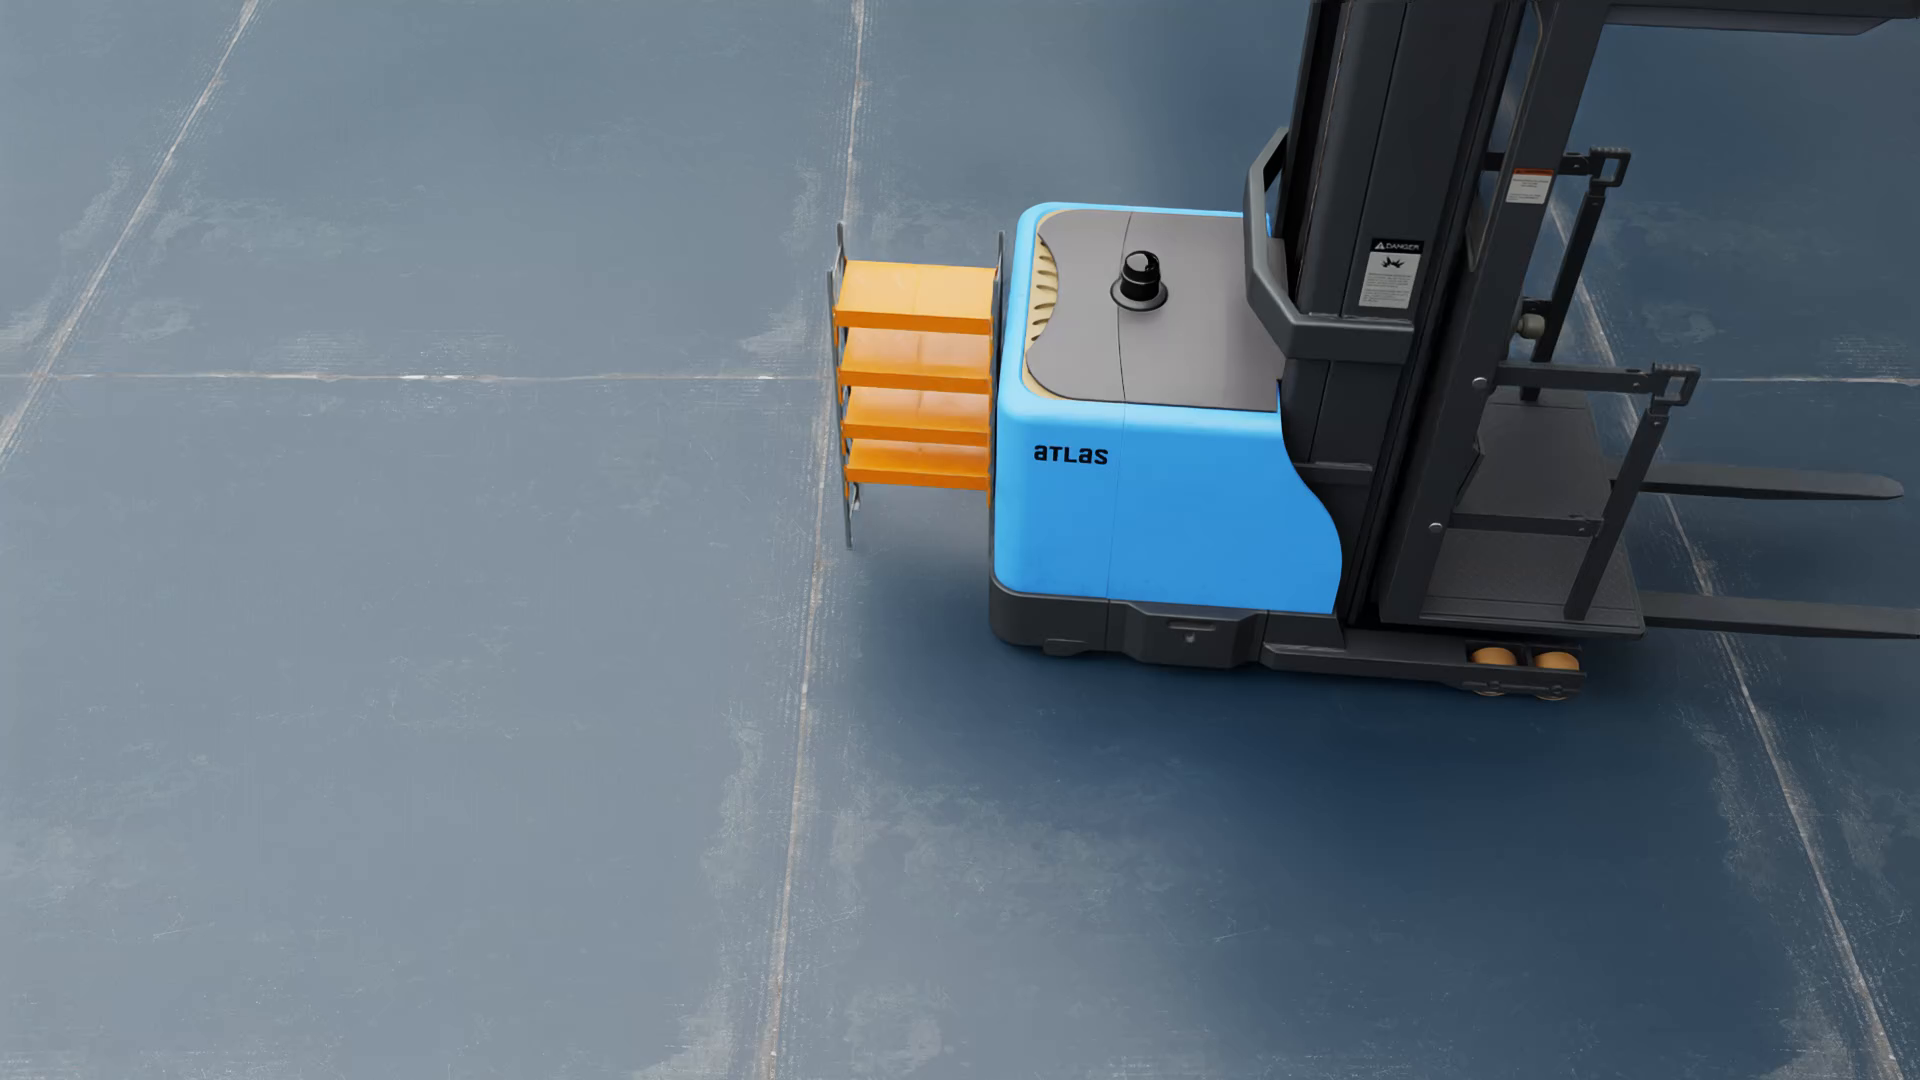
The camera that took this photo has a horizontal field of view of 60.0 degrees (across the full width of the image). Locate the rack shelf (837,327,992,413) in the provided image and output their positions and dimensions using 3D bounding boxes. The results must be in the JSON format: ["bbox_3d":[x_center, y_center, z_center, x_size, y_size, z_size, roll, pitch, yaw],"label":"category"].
[{"bbox_3d":[-0.129,-0.552,5.231,0.480,0.148,0.258,4,47,4],"label":"rack shelf"}]

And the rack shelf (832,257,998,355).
[{"bbox_3d":[-0.129,-0.713,5.057,0.480,0.148,0.258,4,47,4],"label":"rack shelf"}]

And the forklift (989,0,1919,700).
[{"bbox_3d":[1.642,-0.900,4.586,3.031,2.935,1.130,4,47,4],"label":"forklift"}]

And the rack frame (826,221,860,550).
[{"bbox_3d":[-0.372,-0.462,5.360,0.015,1.200,0.240,4,47,4],"label":"rack frame"}]

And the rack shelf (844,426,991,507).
[{"bbox_3d":[-0.129,-0.265,5.540,0.480,0.148,0.258,4,47,4],"label":"rack shelf"}]

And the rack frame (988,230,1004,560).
[{"bbox_3d":[0.114,-0.429,5.330,0.015,1.200,0.240,4,47,4],"label":"rack frame"}]

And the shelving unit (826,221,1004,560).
[{"bbox_3d":[-0.129,-0.446,5.345,0.503,1.200,0.258,4,47,4],"label":"shelving unit"}]

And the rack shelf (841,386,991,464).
[{"bbox_3d":[-0.129,-0.400,5.394,0.480,0.148,0.258,4,47,4],"label":"rack shelf"}]
